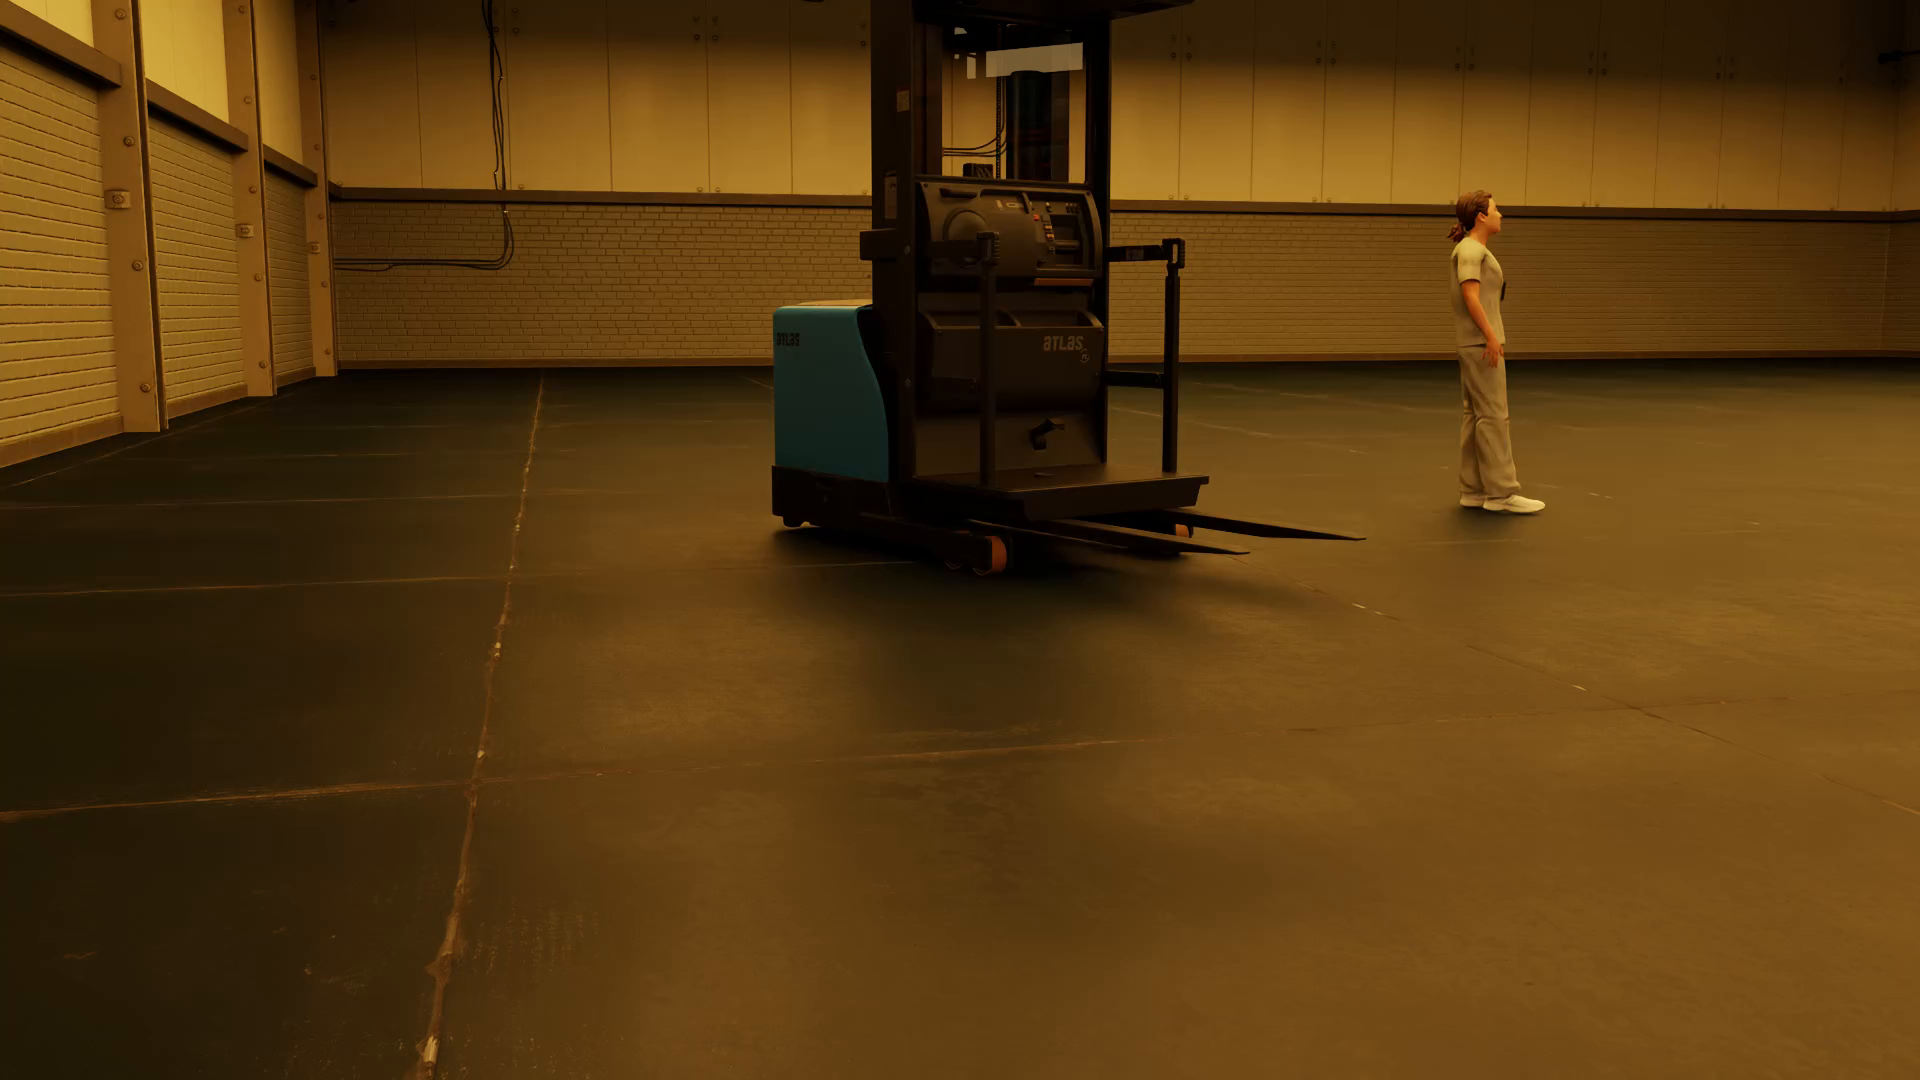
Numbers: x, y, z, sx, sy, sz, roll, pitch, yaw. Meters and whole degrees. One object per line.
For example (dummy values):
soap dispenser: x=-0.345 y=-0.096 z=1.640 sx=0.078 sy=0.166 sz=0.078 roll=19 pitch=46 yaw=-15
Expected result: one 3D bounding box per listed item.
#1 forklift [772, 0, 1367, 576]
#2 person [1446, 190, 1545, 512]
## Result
forklift: x=0.355 y=-1.383 z=7.015 sx=1.130 sy=2.935 sz=3.031 roll=-6 pitch=10 yaw=-35
person: x=2.835 y=-0.989 z=8.817 sx=0.550 sy=1.636 sz=0.546 roll=2 pitch=8 yaw=16
